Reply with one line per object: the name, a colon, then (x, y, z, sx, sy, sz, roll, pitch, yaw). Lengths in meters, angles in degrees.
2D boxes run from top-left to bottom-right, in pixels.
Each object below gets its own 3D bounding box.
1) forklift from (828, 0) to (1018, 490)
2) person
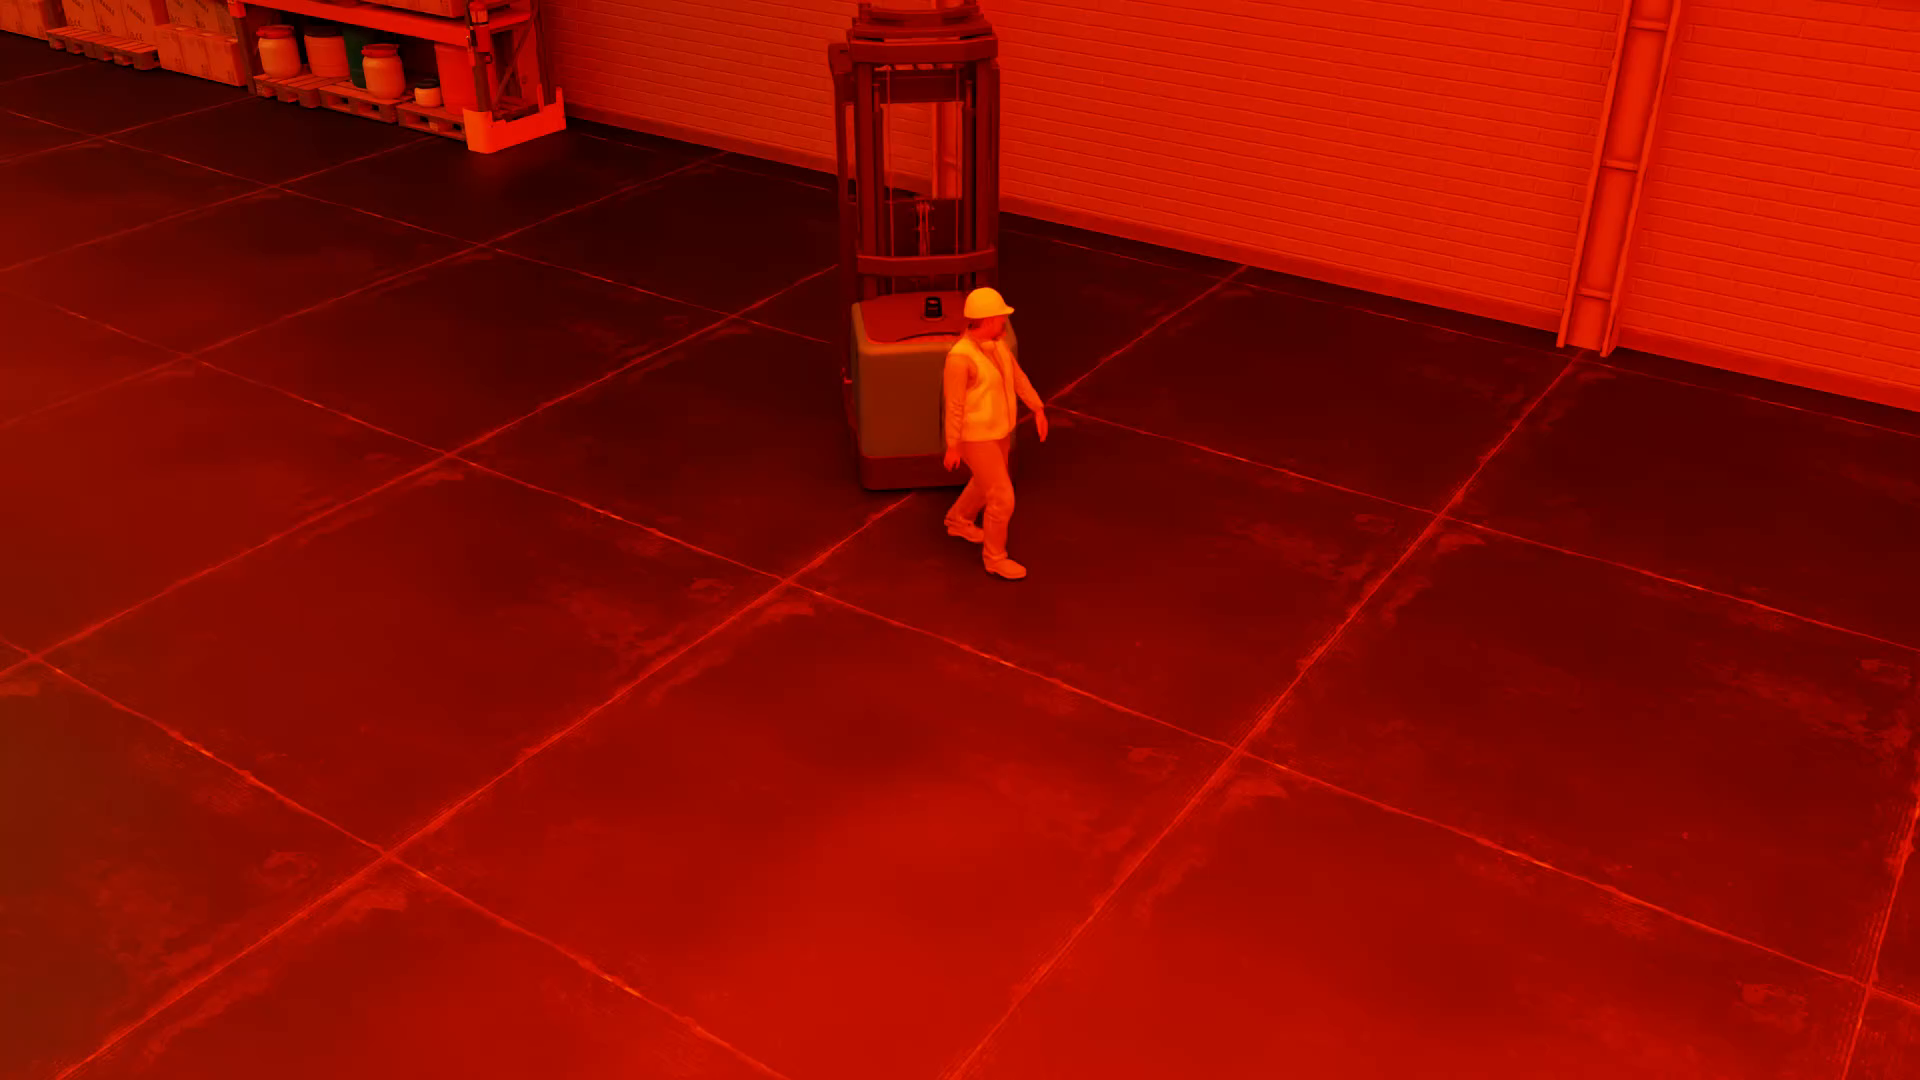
forklift: (-0.311, -2.315, 11.567, 1.130, 2.935, 3.031, -4, 30, -6)
person: (0.160, -0.650, 9.921, 0.712, 1.719, 0.651, 14, 33, 22)
